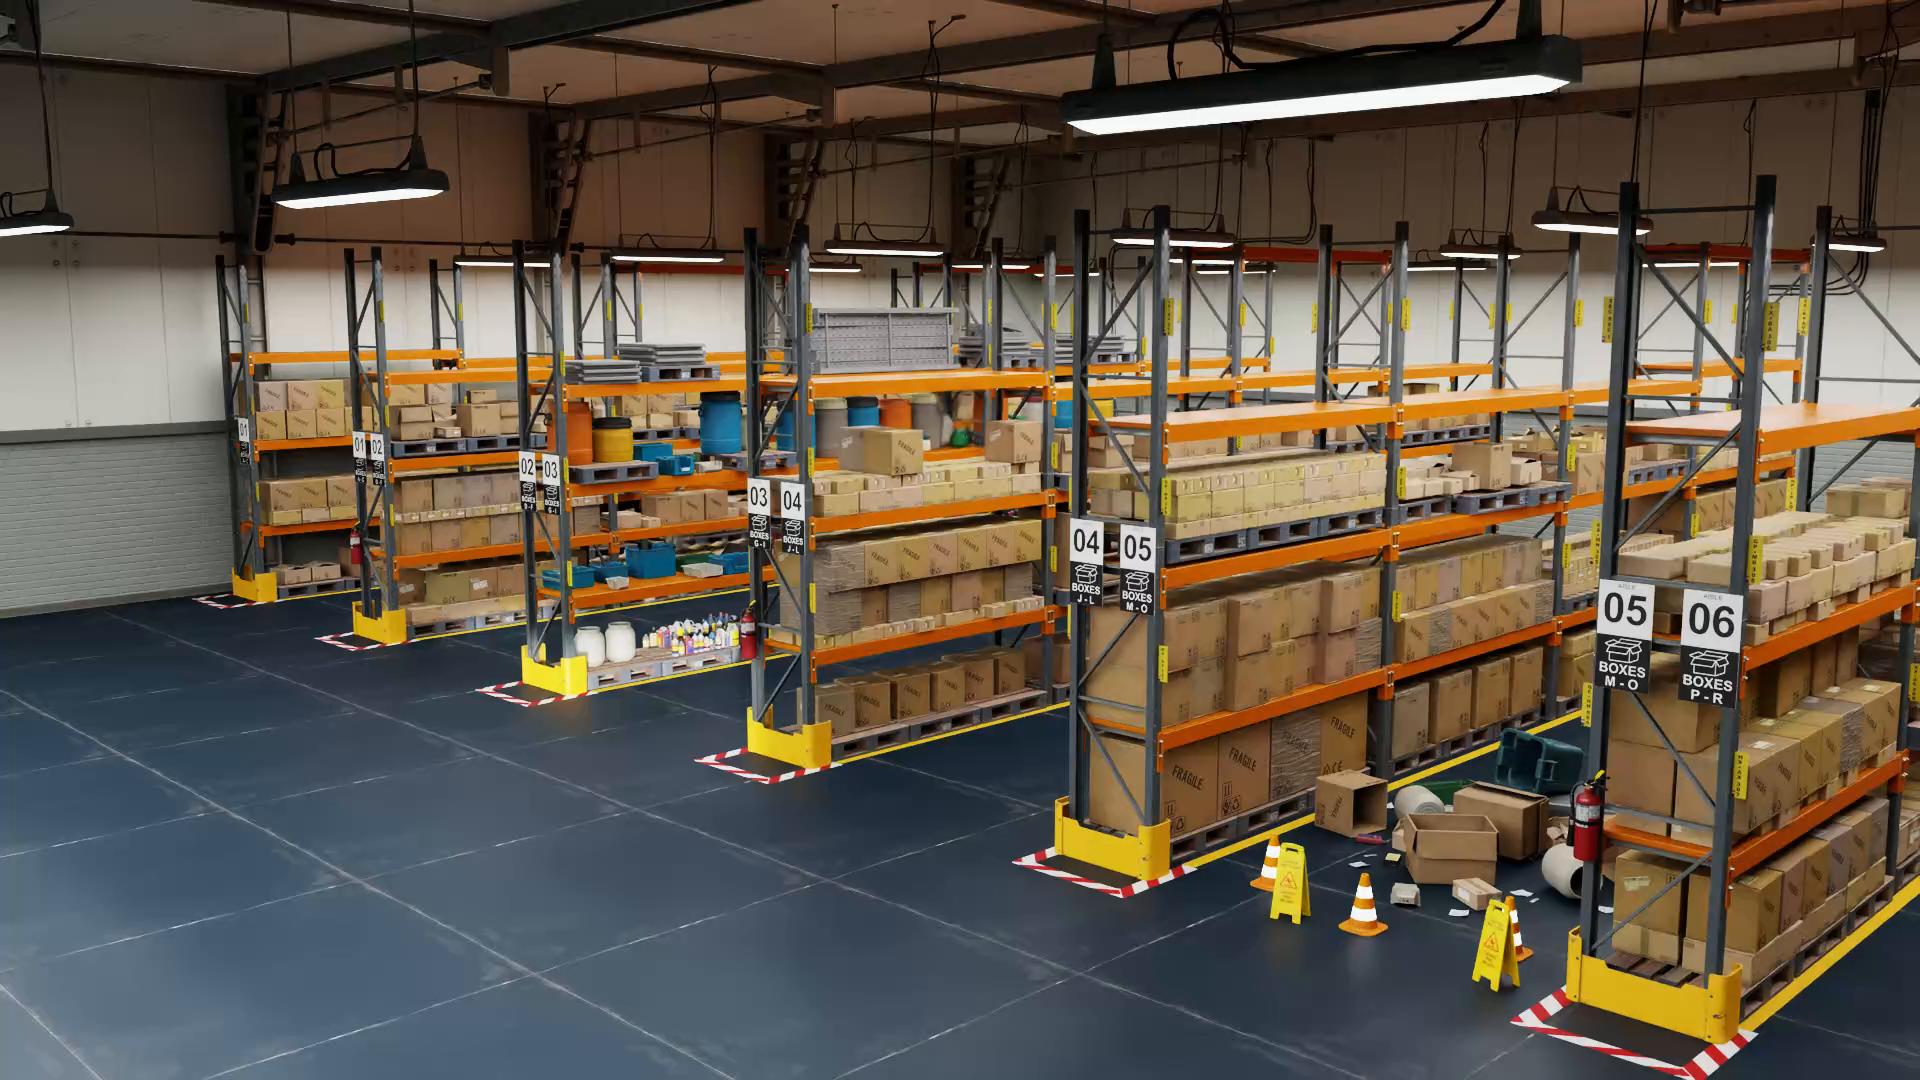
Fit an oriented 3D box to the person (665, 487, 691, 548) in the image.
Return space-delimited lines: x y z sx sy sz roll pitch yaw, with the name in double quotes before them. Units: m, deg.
"person" -5.434 -0.260 32.283 0.681 1.759 0.778 8 11 44
